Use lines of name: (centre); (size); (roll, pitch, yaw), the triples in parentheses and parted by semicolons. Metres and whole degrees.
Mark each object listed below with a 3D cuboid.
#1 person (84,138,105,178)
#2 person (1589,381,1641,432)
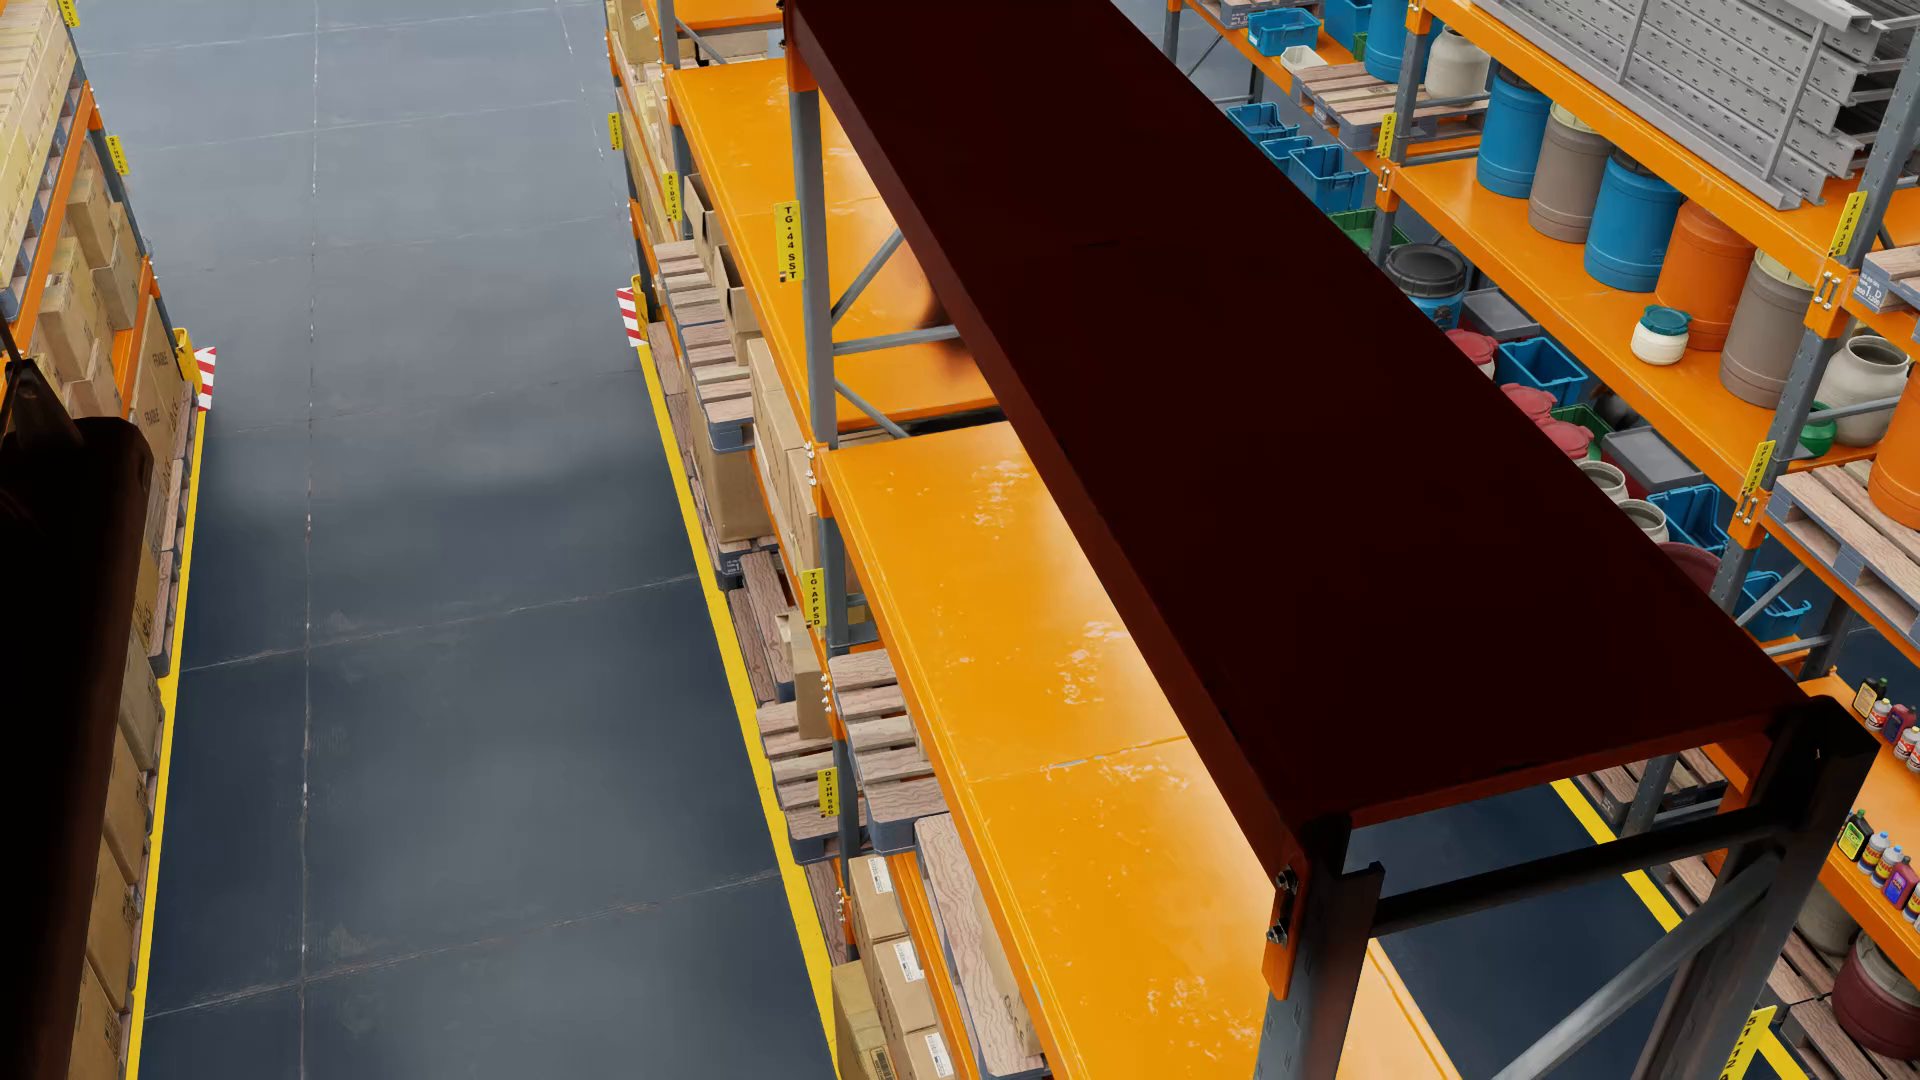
person: (-8.593, -3.553, 16.021); (0.621, 1.612, 0.655); (-29, 47, -31)
person: (5.123, -0.992, 12.822); (0.564, 1.596, 0.558); (-5, 39, -7)
